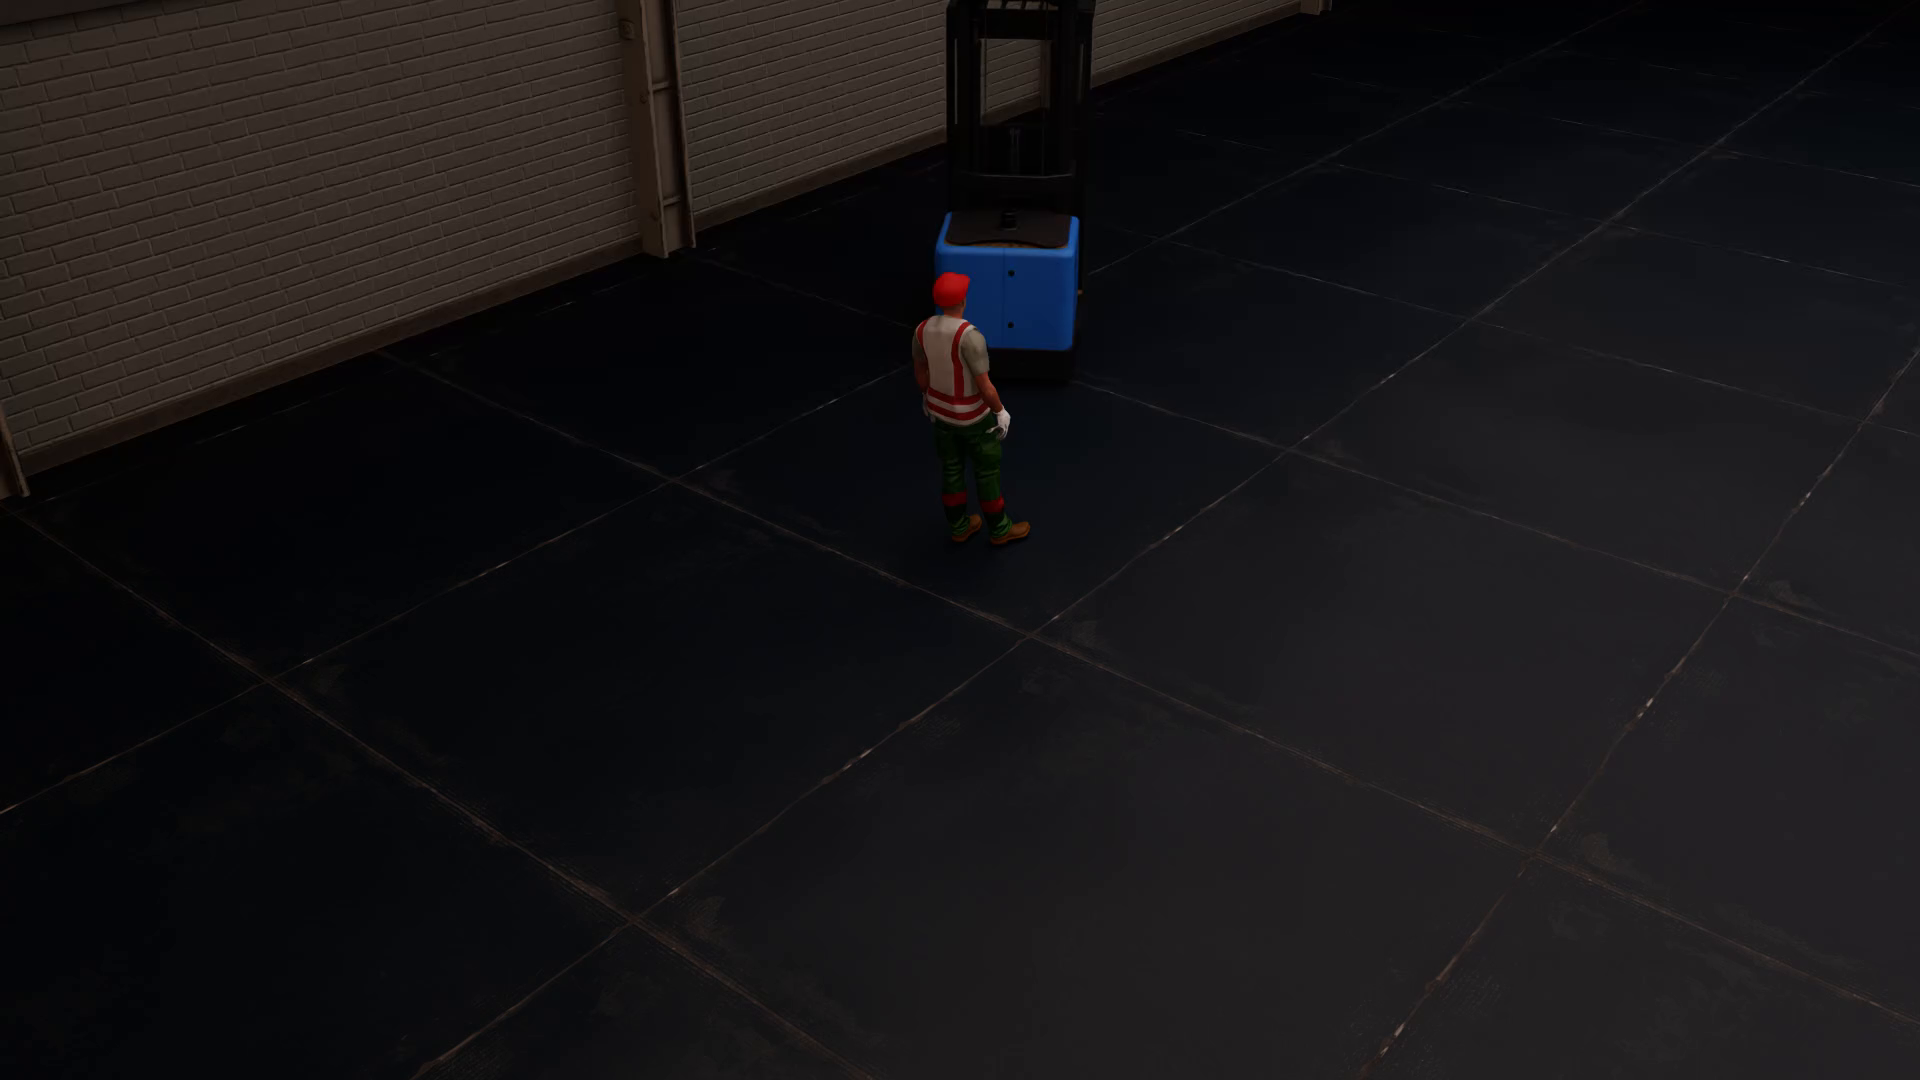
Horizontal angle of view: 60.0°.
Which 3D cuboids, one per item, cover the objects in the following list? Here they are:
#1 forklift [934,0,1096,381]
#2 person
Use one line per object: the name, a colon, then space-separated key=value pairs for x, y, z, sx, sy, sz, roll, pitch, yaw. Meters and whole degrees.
forklift: x=0.467 y=-3.171 z=13.022 sx=1.130 sy=2.935 sz=3.031 roll=3 pitch=30 yaw=5
person: x=0.060 y=-0.807 z=10.092 sx=0.637 sy=1.790 sz=0.562 roll=22 pitch=37 yaw=33
